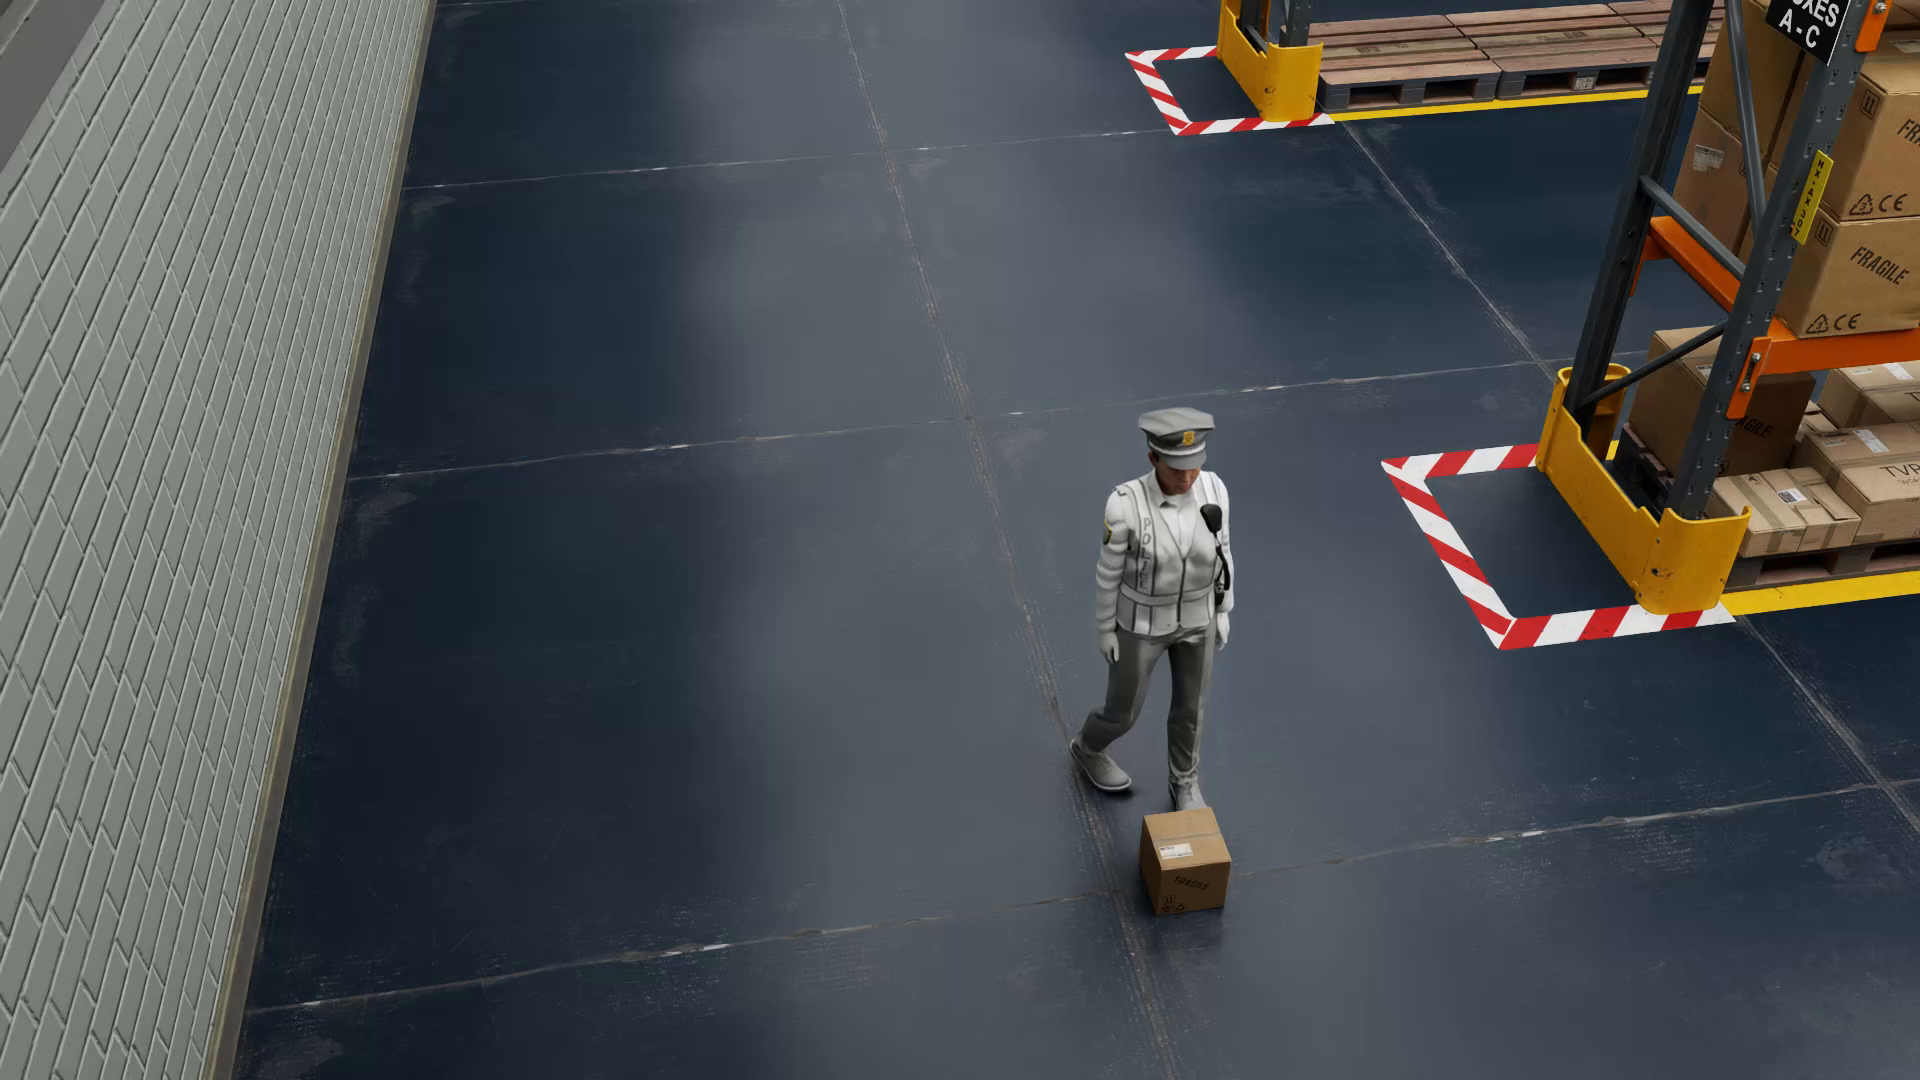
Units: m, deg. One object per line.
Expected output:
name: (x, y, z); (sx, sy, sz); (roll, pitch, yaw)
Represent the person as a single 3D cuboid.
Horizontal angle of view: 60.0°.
person: (0.722, 0.293, 5.764); (0.512, 1.680, 0.508); (-10, 40, -12)
